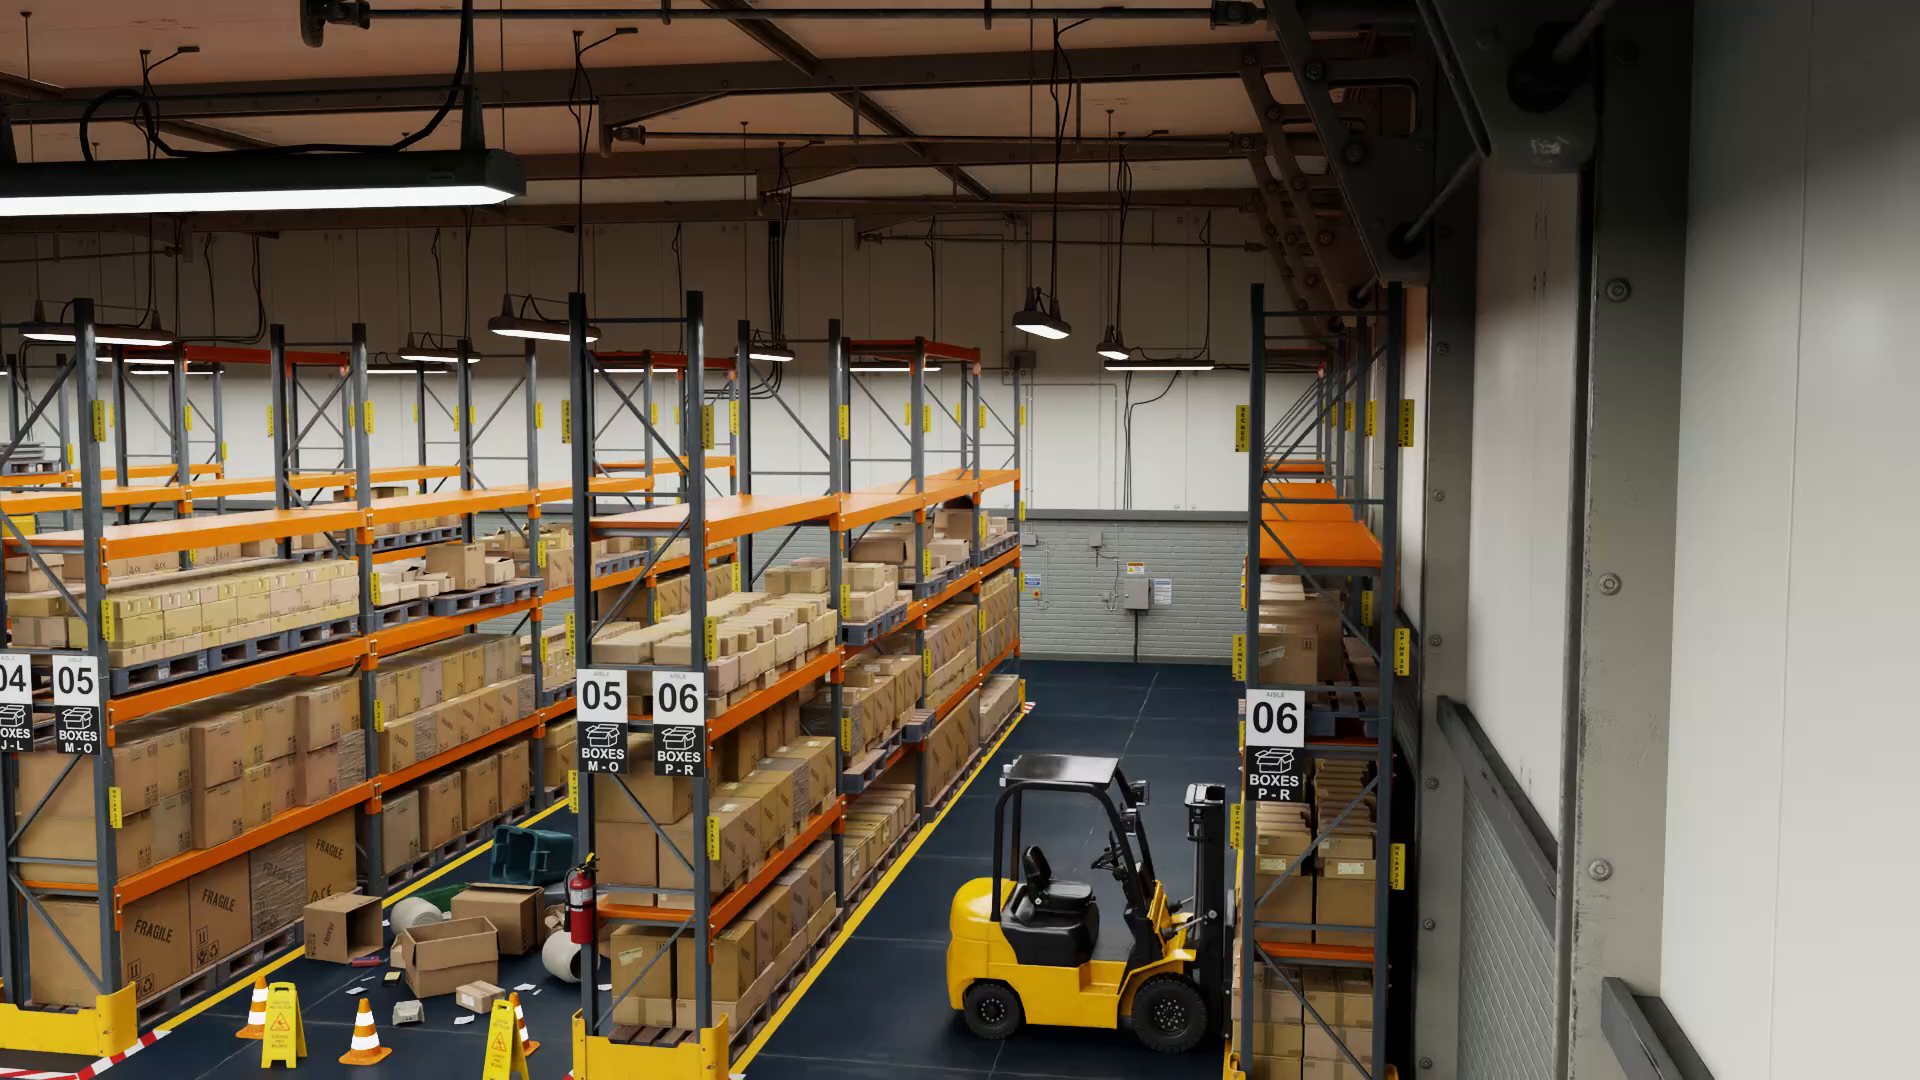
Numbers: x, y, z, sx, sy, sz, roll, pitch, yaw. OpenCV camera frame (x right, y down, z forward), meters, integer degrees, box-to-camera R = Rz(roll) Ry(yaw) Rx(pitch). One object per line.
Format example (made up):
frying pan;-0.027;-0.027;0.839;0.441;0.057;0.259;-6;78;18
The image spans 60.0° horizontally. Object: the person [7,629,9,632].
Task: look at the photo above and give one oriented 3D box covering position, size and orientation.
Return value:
person;-17.134;1.919;29.986;0.490;1.718;0.575;4;6;41
